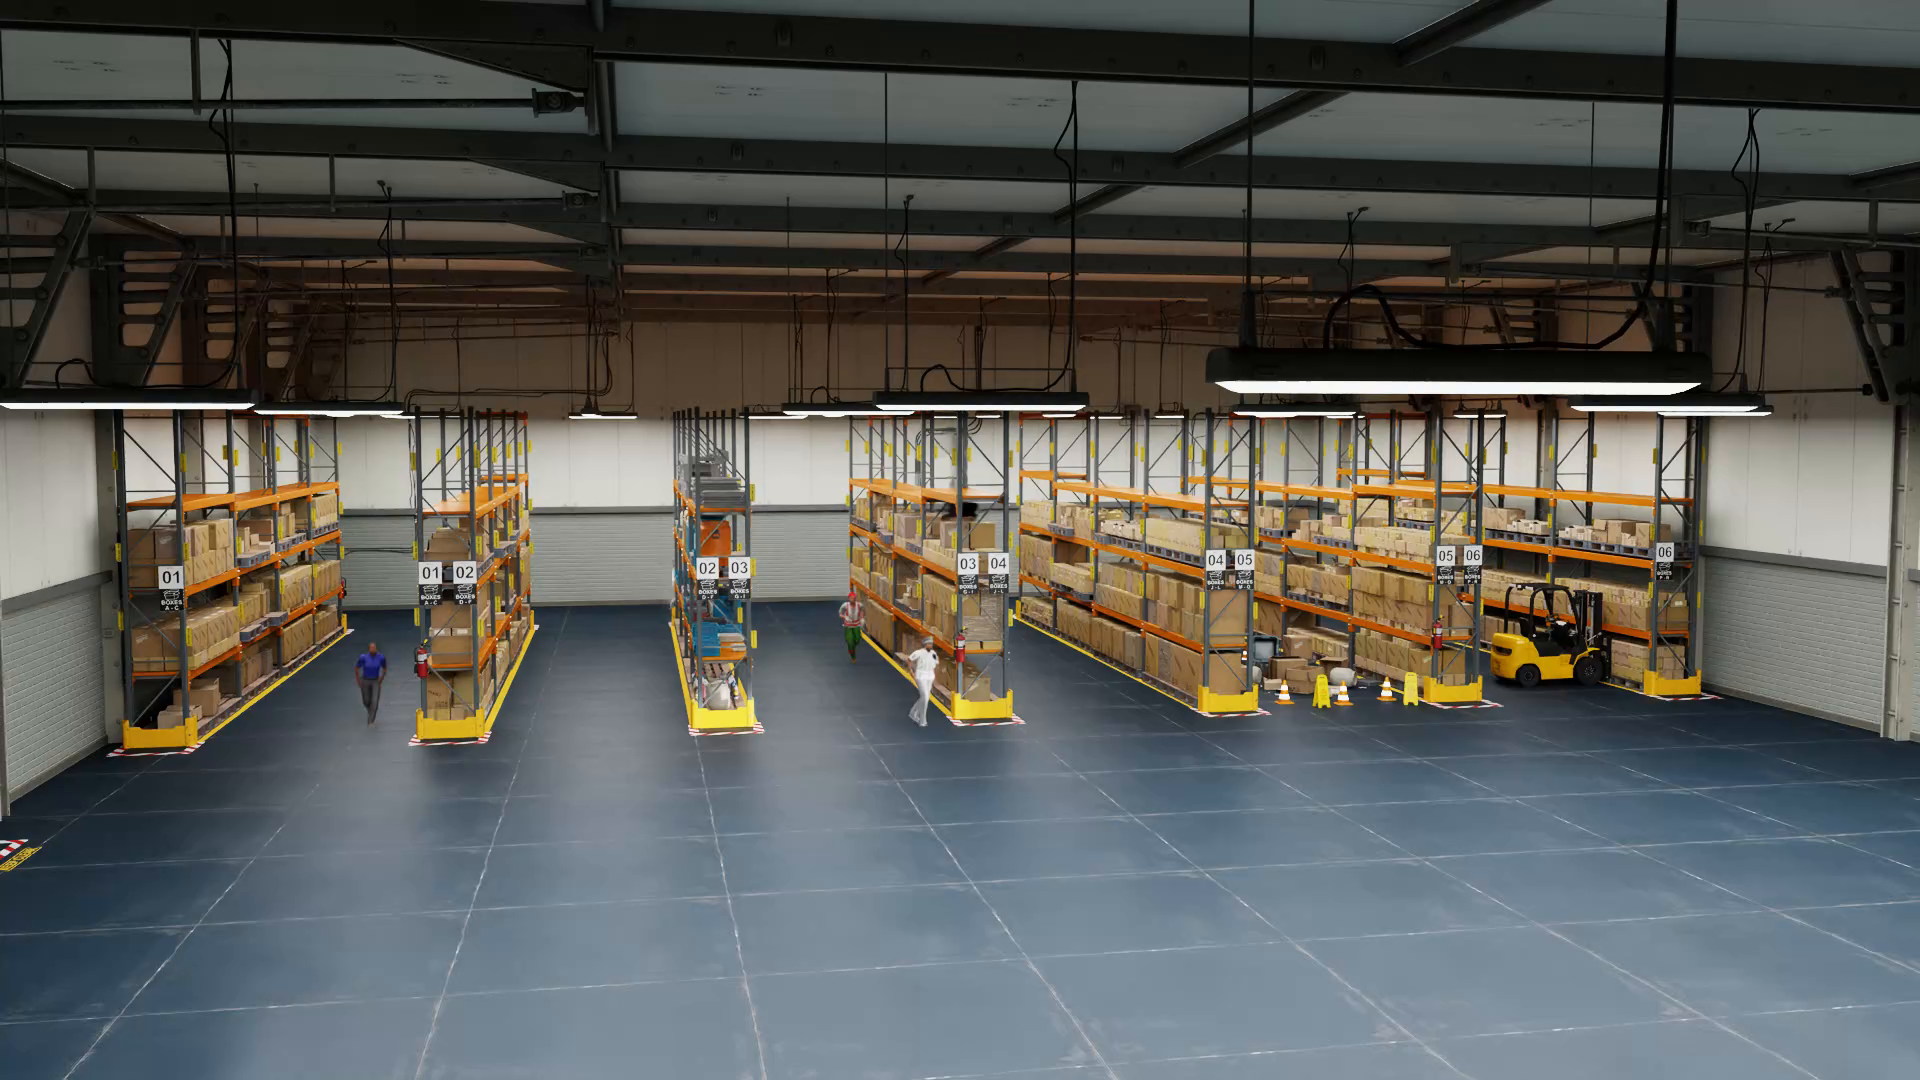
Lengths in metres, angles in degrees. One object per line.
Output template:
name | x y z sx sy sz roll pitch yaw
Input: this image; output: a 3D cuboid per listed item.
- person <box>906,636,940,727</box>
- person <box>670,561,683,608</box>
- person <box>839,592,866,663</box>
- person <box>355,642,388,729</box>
person | -0.685 2.679 31.453 0.619 1.760 0.667 -3 5 -37
person | -8.339 1.395 49.500 0.560 1.650 0.630 1 4 9
person | -2.544 2.078 39.422 0.649 1.723 0.719 -1 4 -9
person | -11.095 2.716 31.358 0.585 1.640 0.803 -2 4 -22
